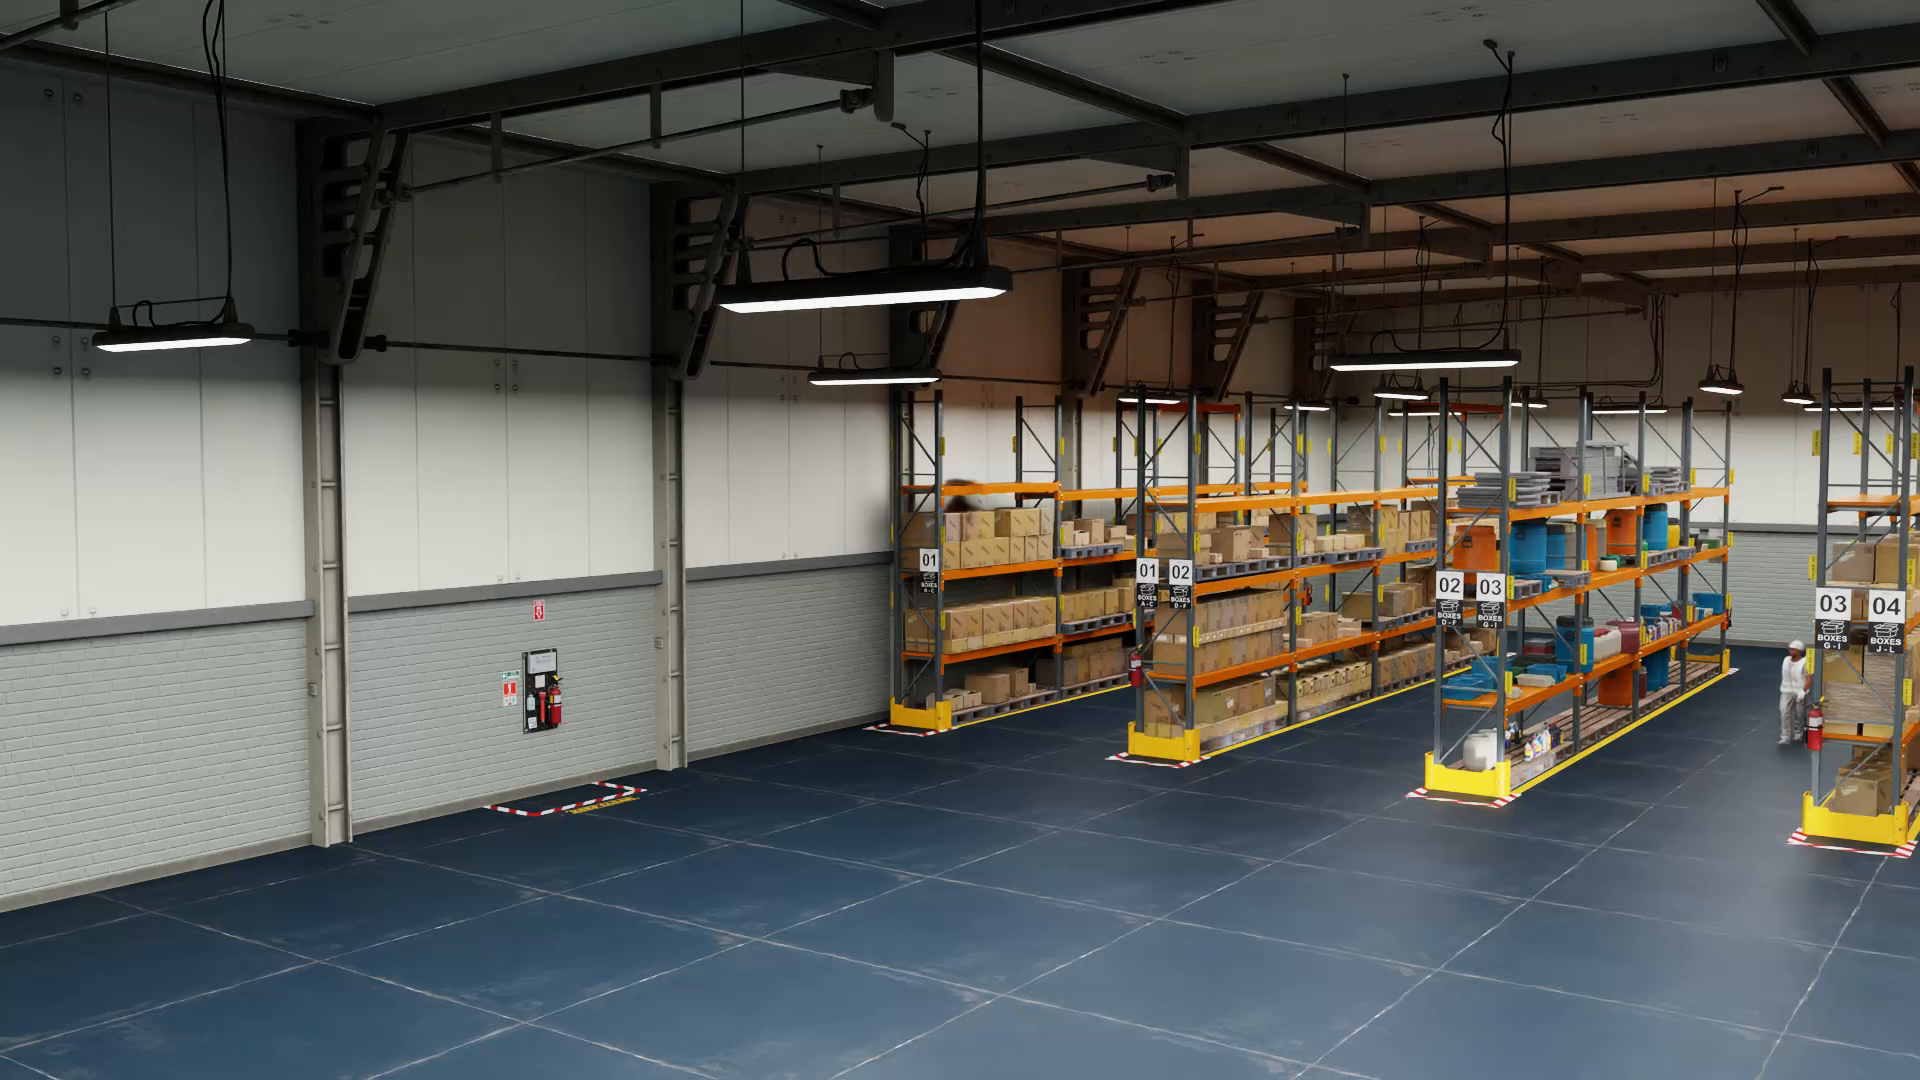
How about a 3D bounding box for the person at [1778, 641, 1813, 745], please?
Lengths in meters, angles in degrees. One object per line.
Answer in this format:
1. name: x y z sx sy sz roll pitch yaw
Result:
1. person: 13.955 2.549 27.759 0.496 1.730 1.050 2 4 33
